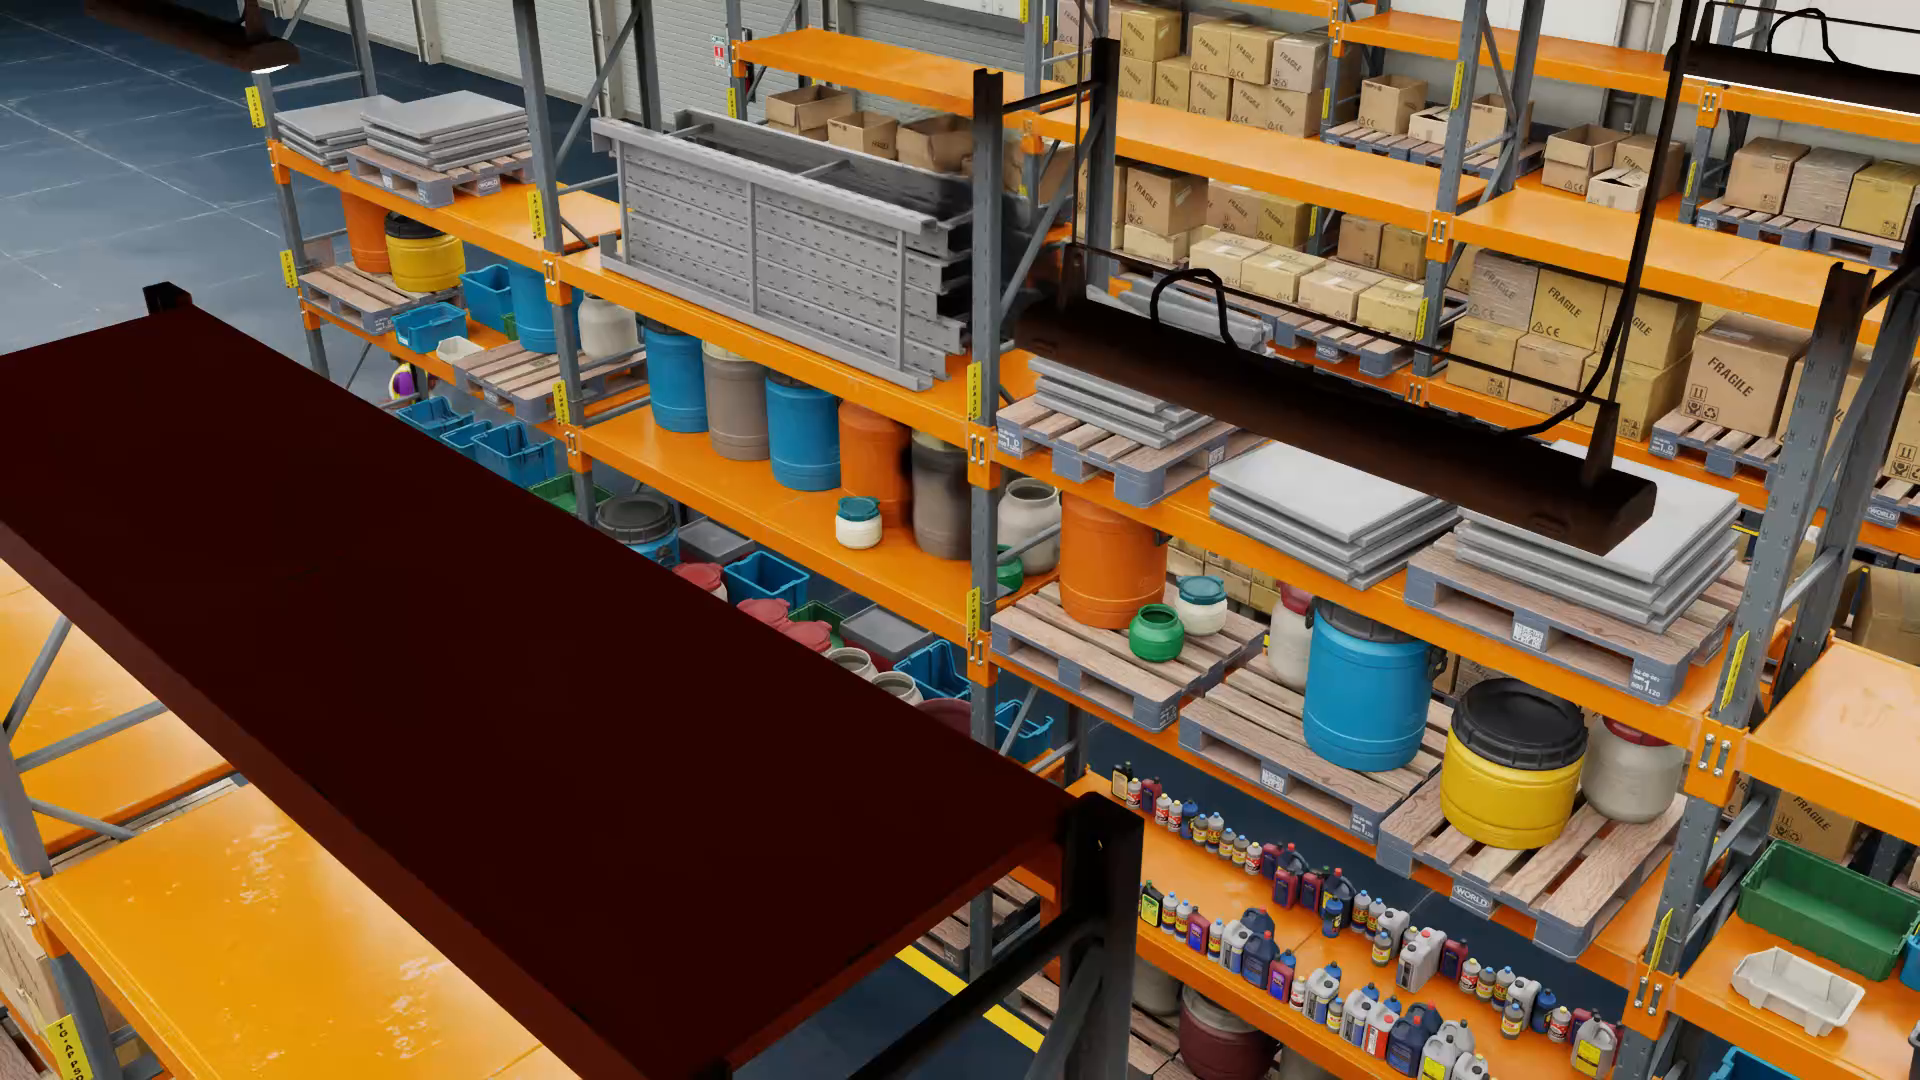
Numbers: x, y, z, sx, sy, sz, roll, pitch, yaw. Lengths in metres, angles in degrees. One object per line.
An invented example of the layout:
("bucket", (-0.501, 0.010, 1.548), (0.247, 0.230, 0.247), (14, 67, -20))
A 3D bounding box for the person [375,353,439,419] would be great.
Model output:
("person", (-5.428, -1.248, 16.687), (0.747, 1.735, 0.703), (0, 29, -1))

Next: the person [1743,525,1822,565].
("person", (6.923, 0.365, 13.827), (0.849, 1.760, 0.645), (21, 35, 32))

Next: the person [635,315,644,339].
("person", (-4.034, -2.939, 19.884), (0.744, 1.586, 0.537), (-16, 33, -27))
